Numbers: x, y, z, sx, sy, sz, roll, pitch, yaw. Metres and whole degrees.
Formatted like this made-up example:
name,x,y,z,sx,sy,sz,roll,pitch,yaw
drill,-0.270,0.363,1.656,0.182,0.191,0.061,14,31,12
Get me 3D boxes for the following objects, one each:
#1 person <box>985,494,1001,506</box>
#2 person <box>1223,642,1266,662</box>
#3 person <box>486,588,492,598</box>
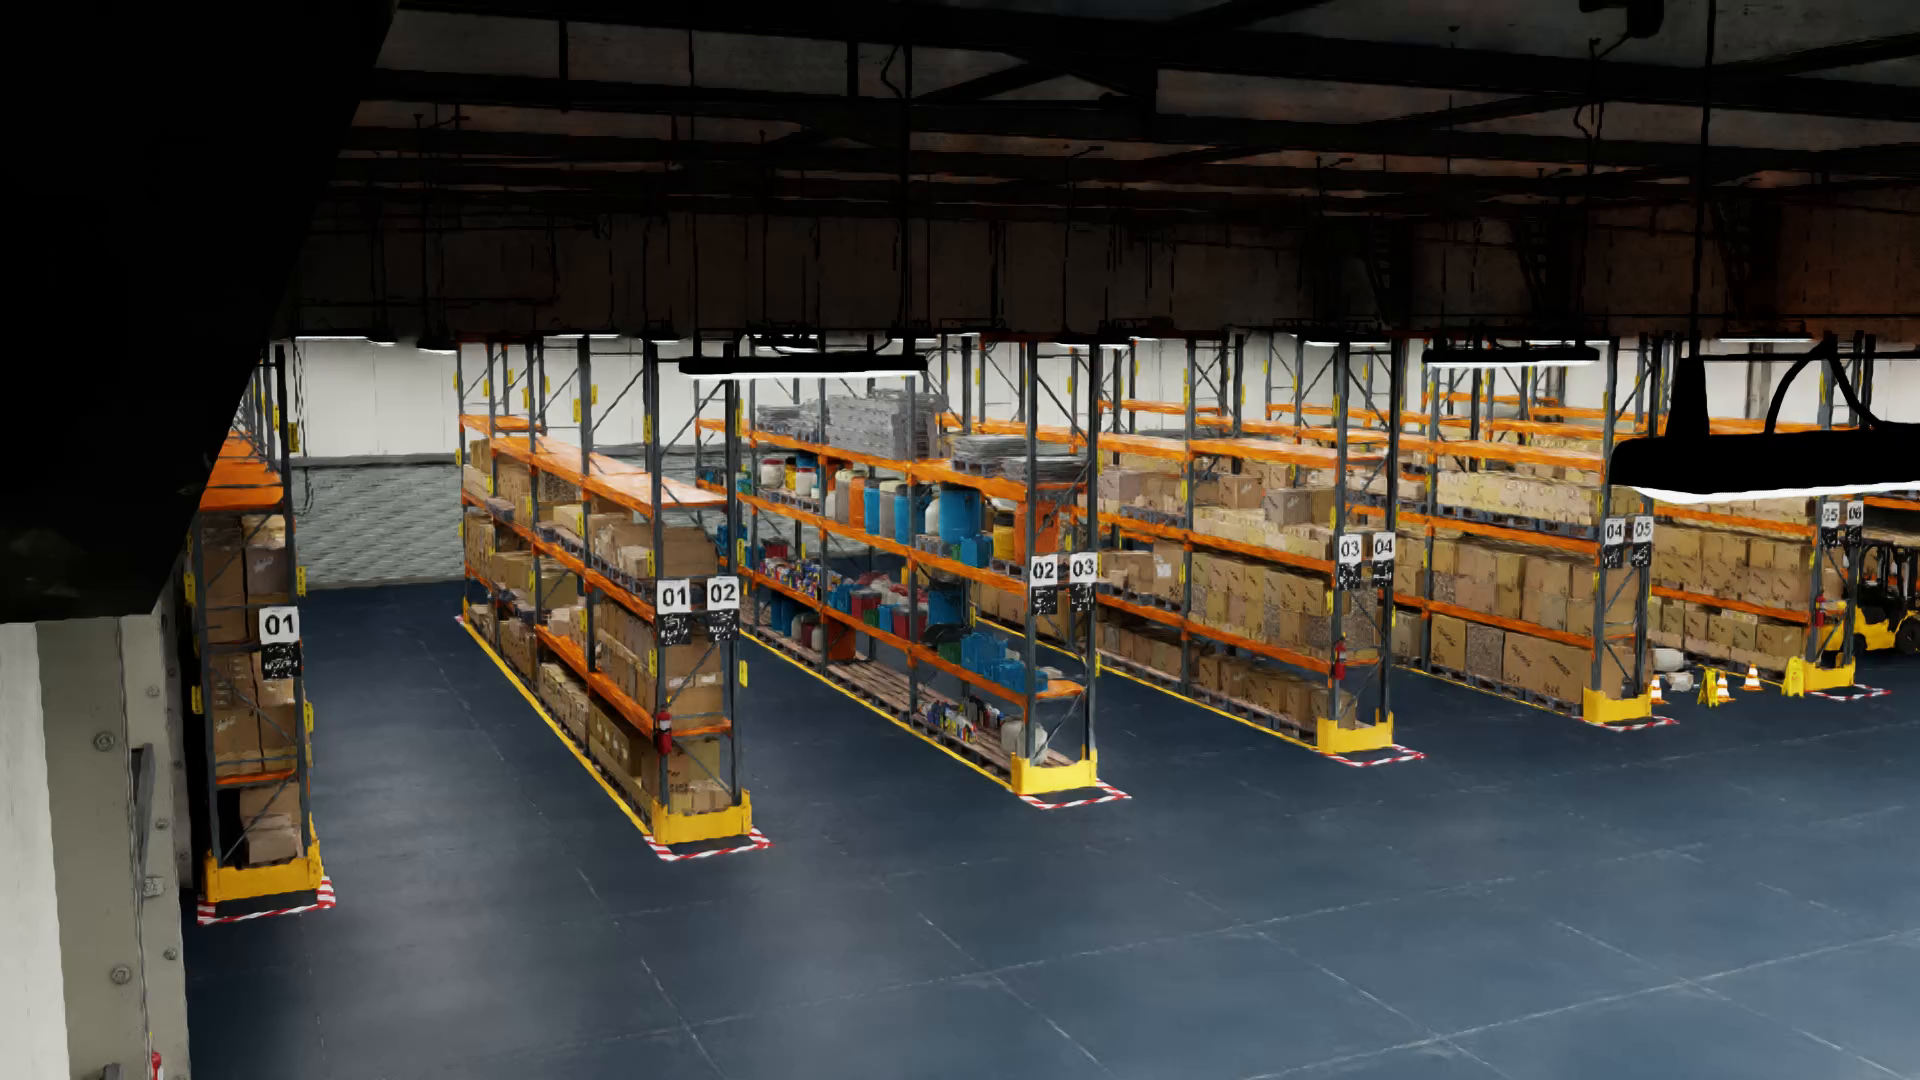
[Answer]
name,x,y,z,sx,sy,sz,roll,pitch,yaw
person,0.843,-0.457,43.903,0.620,1.768,0.621,2,8,11
person,5.192,1.413,30.578,0.448,1.590,1.109,-3,8,-22
person,-10.294,0.505,37.280,0.604,1.603,0.812,-7,10,-42
